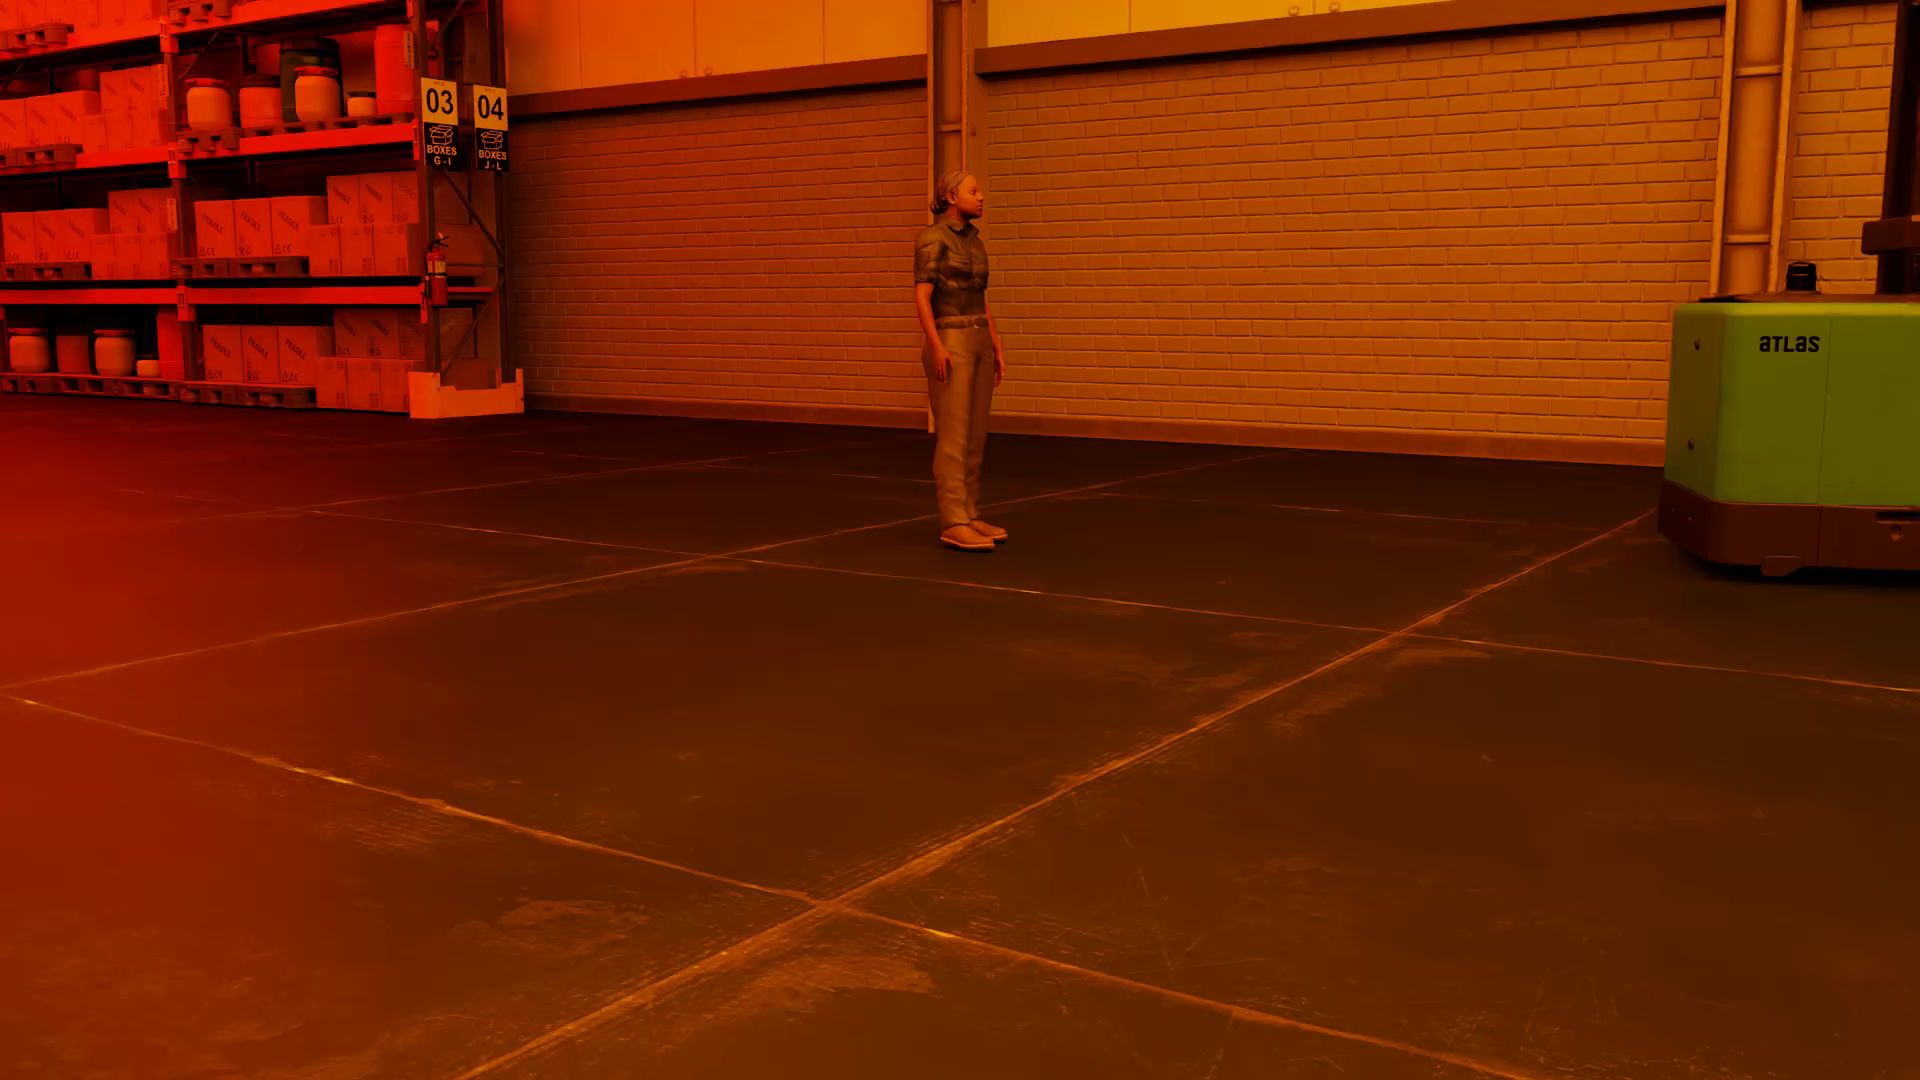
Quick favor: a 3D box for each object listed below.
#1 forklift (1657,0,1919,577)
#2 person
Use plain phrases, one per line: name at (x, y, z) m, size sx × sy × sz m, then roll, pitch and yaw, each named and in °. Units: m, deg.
forklift at (4.493, -1.318, 6.464) m, size 3.031 × 2.935 × 1.130 m, roll 2°, pitch 8°, yaw 11°
person at (0.062, -0.817, 7.421) m, size 0.503 × 1.656 × 0.569 m, roll 5°, pitch 10°, yaw 34°
